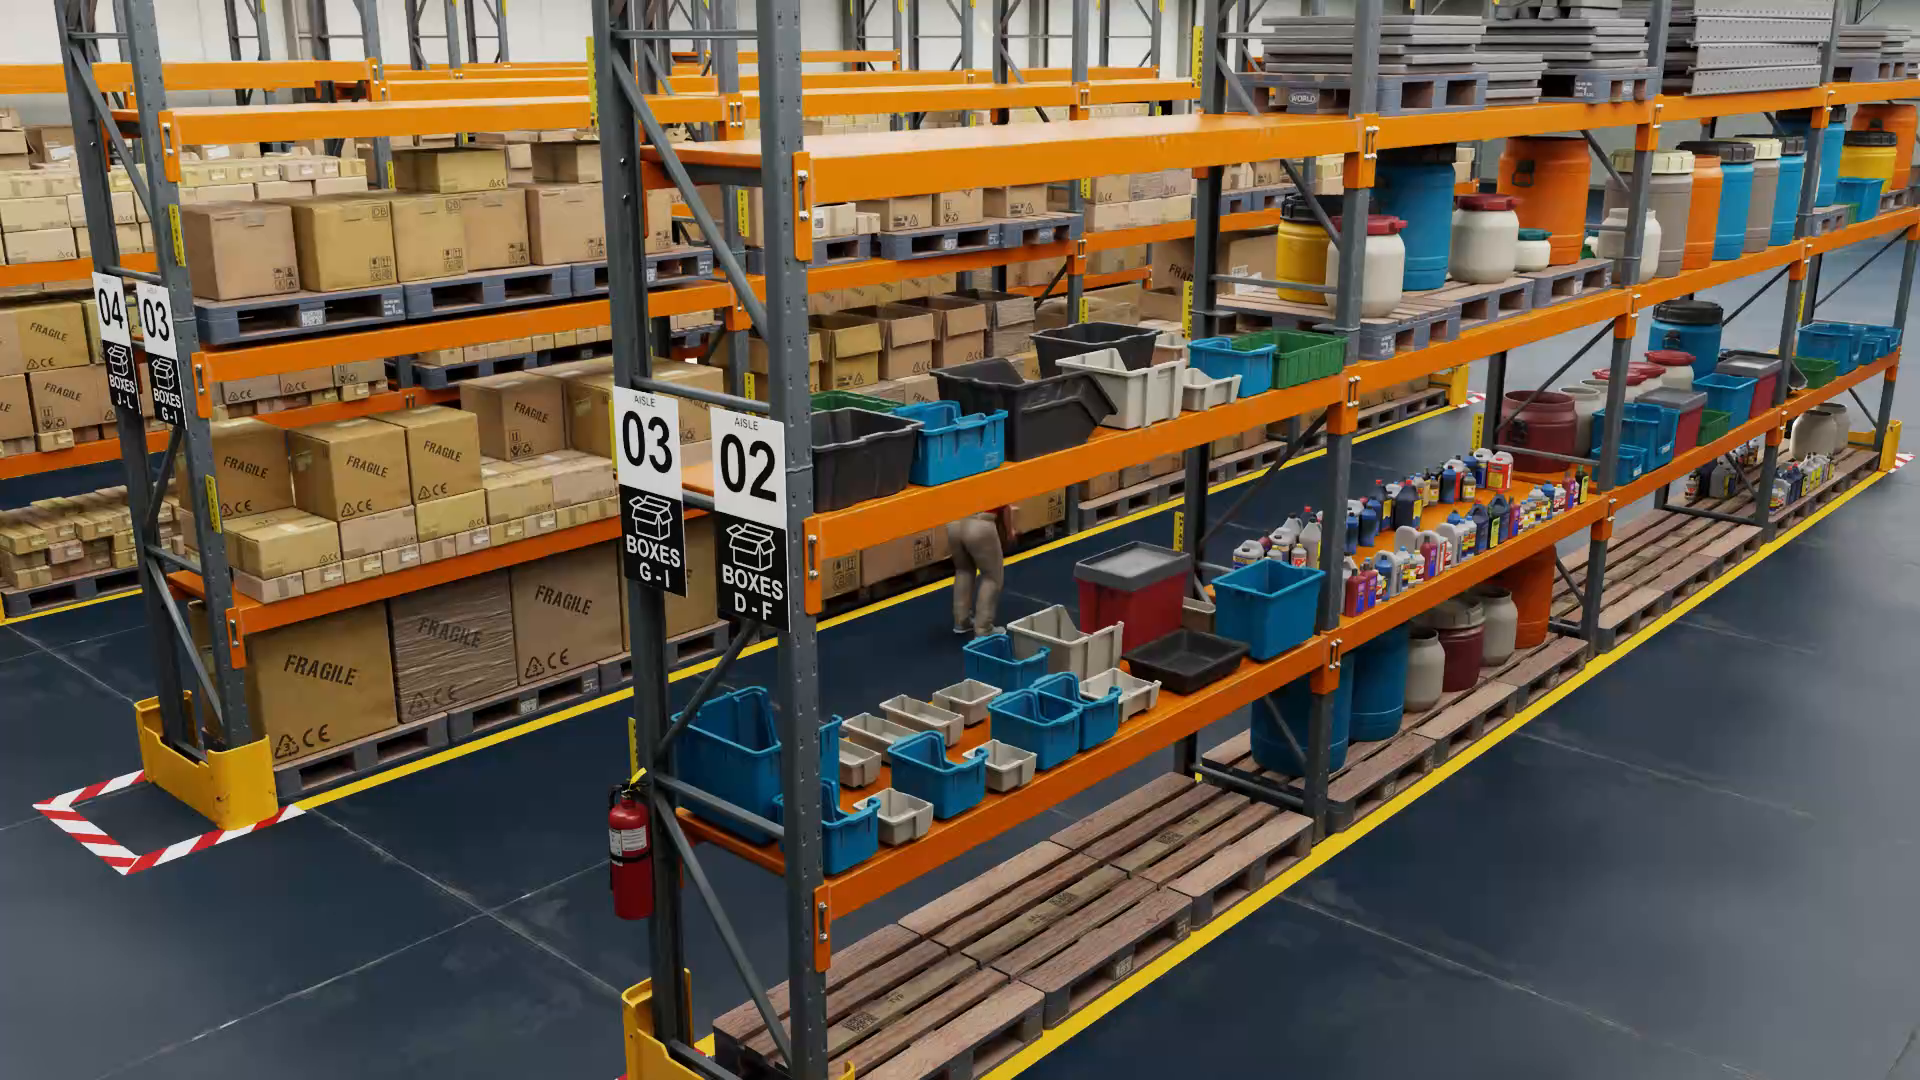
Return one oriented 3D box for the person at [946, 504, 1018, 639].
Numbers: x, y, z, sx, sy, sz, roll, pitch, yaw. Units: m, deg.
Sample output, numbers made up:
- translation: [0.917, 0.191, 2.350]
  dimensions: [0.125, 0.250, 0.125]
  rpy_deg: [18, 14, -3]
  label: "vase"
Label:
- translation: [0.158, -0.078, 12.918]
  dimensions: [0.477, 1.685, 0.585]
  rpy_deg: [13, 21, 37]
  label: "person"
